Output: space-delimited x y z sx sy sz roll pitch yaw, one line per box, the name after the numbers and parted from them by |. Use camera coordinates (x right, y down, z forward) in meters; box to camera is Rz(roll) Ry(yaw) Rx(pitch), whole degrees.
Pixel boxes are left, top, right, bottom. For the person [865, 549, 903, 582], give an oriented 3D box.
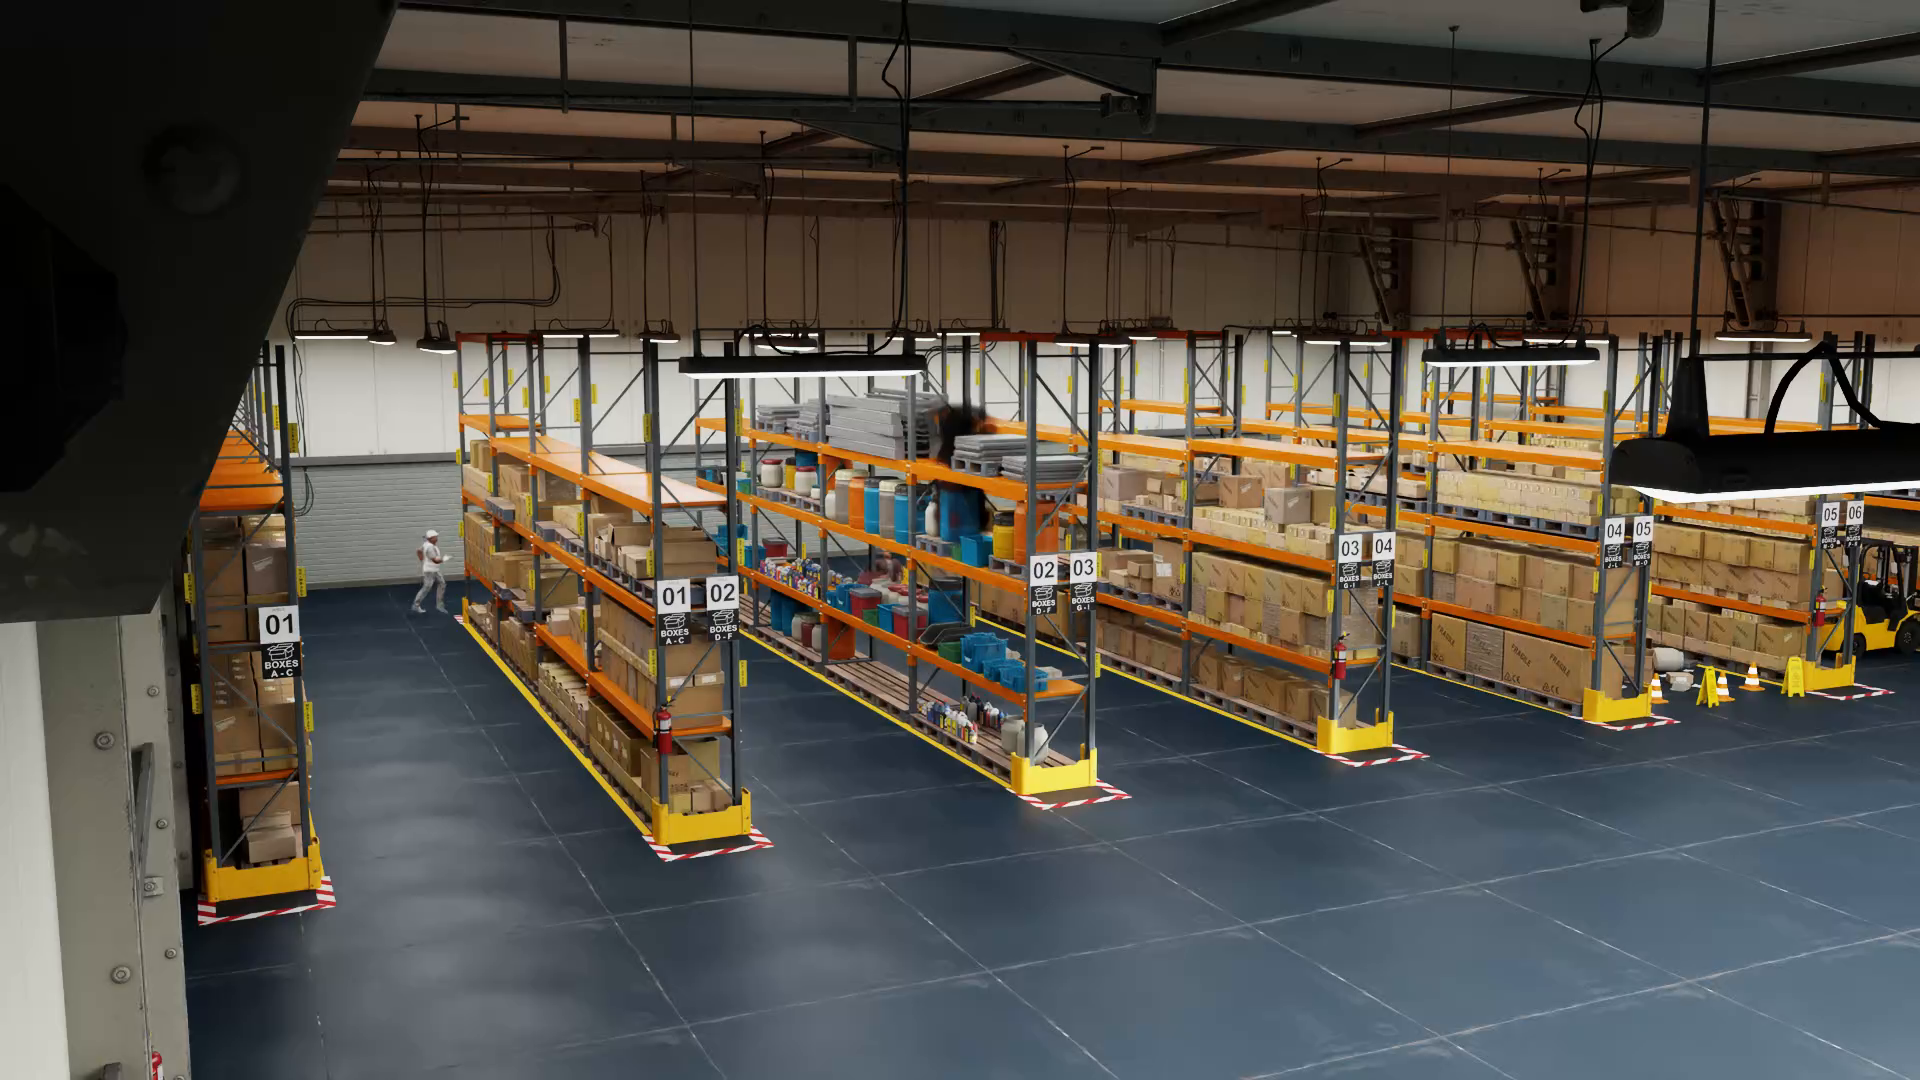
-1.428 1.004 33.049 0.678 1.785 0.748 -6 10 -37 | person

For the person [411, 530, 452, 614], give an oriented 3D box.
-11.205 0.699 35.236 0.871 1.842 0.674 -2 8 -18 | person
